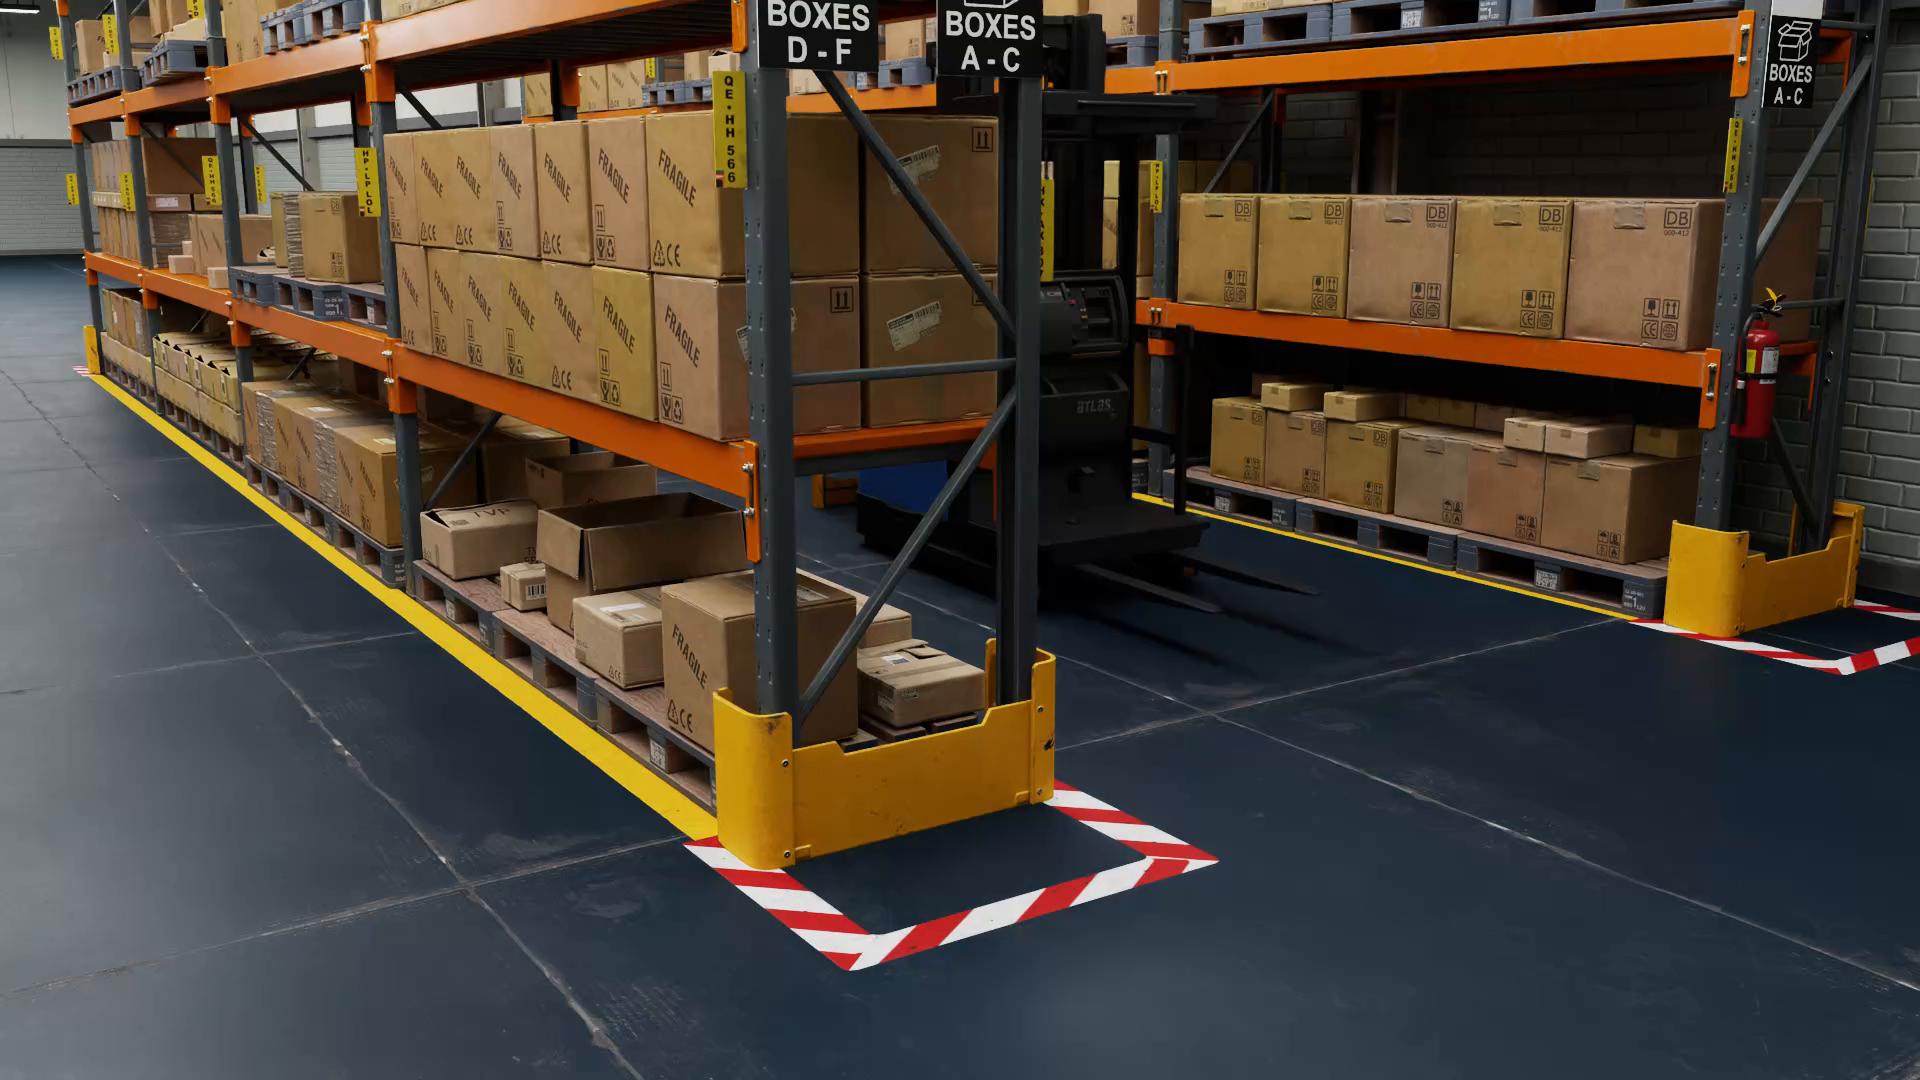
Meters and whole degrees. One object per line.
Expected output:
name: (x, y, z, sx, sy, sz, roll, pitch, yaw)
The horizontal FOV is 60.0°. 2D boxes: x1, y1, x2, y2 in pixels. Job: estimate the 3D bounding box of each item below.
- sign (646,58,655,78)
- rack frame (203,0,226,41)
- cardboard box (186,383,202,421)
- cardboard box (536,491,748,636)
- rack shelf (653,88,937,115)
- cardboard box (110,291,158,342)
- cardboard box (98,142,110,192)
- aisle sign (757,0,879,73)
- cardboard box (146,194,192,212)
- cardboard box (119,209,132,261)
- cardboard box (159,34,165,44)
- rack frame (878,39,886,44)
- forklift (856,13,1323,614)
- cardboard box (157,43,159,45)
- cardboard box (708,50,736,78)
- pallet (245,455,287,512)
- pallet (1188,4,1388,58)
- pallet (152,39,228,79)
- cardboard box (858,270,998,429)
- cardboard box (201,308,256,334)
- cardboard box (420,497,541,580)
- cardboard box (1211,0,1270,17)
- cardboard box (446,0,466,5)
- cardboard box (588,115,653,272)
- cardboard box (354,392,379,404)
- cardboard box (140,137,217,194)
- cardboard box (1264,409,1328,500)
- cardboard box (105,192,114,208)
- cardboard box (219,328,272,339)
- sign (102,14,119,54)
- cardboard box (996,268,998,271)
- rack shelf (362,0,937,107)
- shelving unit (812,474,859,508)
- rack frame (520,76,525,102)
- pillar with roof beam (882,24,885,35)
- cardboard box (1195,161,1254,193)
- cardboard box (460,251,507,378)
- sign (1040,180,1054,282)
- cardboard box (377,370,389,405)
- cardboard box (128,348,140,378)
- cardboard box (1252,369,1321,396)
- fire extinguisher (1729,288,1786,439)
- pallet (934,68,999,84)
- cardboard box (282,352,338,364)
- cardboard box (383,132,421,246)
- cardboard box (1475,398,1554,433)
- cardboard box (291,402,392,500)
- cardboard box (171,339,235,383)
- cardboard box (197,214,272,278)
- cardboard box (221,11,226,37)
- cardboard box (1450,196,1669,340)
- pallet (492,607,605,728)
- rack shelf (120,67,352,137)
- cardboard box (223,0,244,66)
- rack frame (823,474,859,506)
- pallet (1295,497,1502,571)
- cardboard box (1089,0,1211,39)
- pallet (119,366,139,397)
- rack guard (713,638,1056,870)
sign: (-3.162, -4.893, 16.985, 0.100, 0.325, 0.005, -8, 15, -33)
rack frame: (-4.620, -4.873, 11.083, 1.000, 3.000, 0.127, -8, 15, -33)
cardboard box: (-5.966, -1.141, 13.513, 0.500, 0.250, 0.500, -8, 15, -32)
cardboard box: (-1.358, 0.107, 7.165, 0.797, 0.503, 0.637, -8, 15, -33)
rack shelf: (-1.606, -3.999, 15.791, 1.077, 0.370, 4.000, -8, 15, -33)
cardboard box: (-8.374, -2.296, 17.037, 0.500, 0.500, 0.500, -8, 15, -33)
cardboard box: (-8.479, -3.861, 17.226, 0.700, 0.500, 0.500, -9, 15, -34)
aisle sign: (-0.405, -1.741, 4.718, 0.394, 0.787, 0.004, -8, 15, -33)
cardboard box: (-7.165, -3.043, 15.002, 0.380, 0.149, 0.250, -8, 15, -33)
cardboard box: (-7.944, -3.055, 16.575, 0.700, 0.500, 0.500, -8, 14, -31)
cardboard box: (-6.503, -4.140, 14.121, 0.500, 0.250, 0.500, -6, 14, -27)
rack frame: (-0.498, -5.460, 13.767, 1.000, 3.000, 0.127, -8, 15, -33)
forklift: (0.599, -1.206, 8.516, 1.130, 2.935, 3.031, -8, 14, -31)
cardboard box: (-7.195, -4.566, 15.597, 0.500, 0.311, 0.500, -9, 15, -36)
cardboard box: (-2.137, -4.652, 16.316, 0.500, 0.311, 0.500, -8, 14, -31)
pallet: (-4.238, -0.443, 11.394, 1.003, 0.211, 1.213, -8, 15, -33)
pallet: (2.163, -3.093, 10.173, 1.003, 0.211, 1.213, -8, 15, -33)
pallet: (-5.070, -3.426, 11.927, 1.213, 0.211, 1.003, -7, 14, -30)
cardboard box: (-0.214, -0.679, 5.710, 0.500, 0.500, 0.500, -8, 15, -32)
cardboard box: (-6.832, -2.002, 15.692, 0.500, 0.500, 0.500, -8, 15, -33)
cardboard box: (-2.351, -0.032, 8.252, 0.500, 0.311, 0.500, -8, 15, -33)
cardboard box: (1.881, -3.310, 10.090, 0.500, 0.250, 0.500, -8, 15, -33)
cardboard box: (-1.791, -2.329, 6.820, 0.500, 0.250, 0.500, -8, 15, -33)
cardboard box: (-0.944, -1.193, 5.723, 0.500, 0.500, 0.500, -8, 14, -31)
cardboard box: (-3.620, -0.706, 10.889, 0.500, 0.500, 0.500, -9, 15, -35)
cardboard box: (-7.087, -3.415, 15.185, 0.700, 0.500, 0.500, -8, 15, -32)
cardboard box: (2.323, -0.567, 10.303, 0.700, 0.500, 0.500, -8, 15, -33)
cardboard box: (-8.441, -3.452, 16.875, 0.380, 0.149, 0.250, -9, 15, -35)
cardboard box: (-6.373, -1.752, 14.991, 0.500, 0.311, 0.500, -8, 15, -33)
sign: (-7.297, -4.345, 14.291, 0.100, 0.325, 0.005, -8, 15, -33)
cardboard box: (0.490, -2.012, 12.580, 0.380, 0.149, 0.250, -8, 14, -31)
rack shelf: (-1.296, -1.989, 6.600, 1.077, 0.370, 4.000, -8, 15, -33)
shelving unit: (-0.434, -0.887, 10.407, 0.587, 1.500, 1.083, -8, 14, -31)
rack frame: (-4.930, -6.883, 20.273, 1.000, 3.000, 0.127, -8, 15, -33)
pillar with roof beam: (-4.082, -5.284, 12.962, 9.100, 9.000, 0.400, -8, 15, -33)
cardboard box: (1.680, -2.501, 11.545, 0.500, 0.250, 0.500, -8, 14, -31)
cardboard box: (-1.787, -0.977, 7.075, 0.500, 0.500, 0.500, -8, 15, -33)
sign: (0.264, -1.007, 5.419, 0.100, 0.325, 0.005, -8, 15, -33)
cardboard box: (-3.301, -0.973, 10.357, 0.500, 0.250, 0.500, -8, 15, -34)
cardboard box: (-7.833, -1.750, 16.295, 0.500, 0.250, 0.500, -8, 15, -33)
cardboard box: (2.132, -1.023, 10.869, 0.380, 0.149, 0.250, -8, 15, -33)
fire extinguisher: (3.634, -0.805, 7.577, 0.296, 0.674, 0.183, -8, 15, -33)
pallet: (0.525, -3.596, 12.705, 1.003, 0.211, 1.213, -7, 14, -30)
cardboard box: (-4.964, -1.299, 12.920, 0.500, 0.311, 0.500, -9, 15, -34)
cardboard box: (-2.377, -1.651, 7.817, 0.500, 0.500, 0.500, -8, 14, -31)
cardboard box: (3.138, -0.701, 9.398, 0.380, 0.149, 0.250, -8, 15, -32)
cardboard box: (-3.744, -0.547, 10.164, 0.500, 0.500, 0.500, -9, 15, -35)
cardboard box: (-6.254, -1.505, 13.864, 0.500, 0.311, 0.500, -9, 15, -35)
cardboard box: (-5.855, -2.382, 13.497, 0.500, 0.500, 0.500, -8, 15, -33)
cardboard box: (-4.918, -3.614, 11.713, 0.500, 0.250, 0.500, -9, 15, -37)
cardboard box: (3.231, -1.471, 8.865, 0.980, 0.700, 0.700, -8, 15, -33)
pallet: (-1.344, 0.471, 7.216, 1.003, 0.211, 1.213, -8, 15, -33)
rack shelf: (-5.728, -3.412, 13.106, 1.077, 0.370, 4.000, -8, 15, -33)
cardboard box: (-4.350, -3.383, 11.056, 0.910, 0.500, 0.500, -8, 15, -33)
rack frame: (-0.709, -0.981, 10.836, 0.500, 1.500, 0.032, -8, 14, -31)
pallet: (2.754, -0.094, 9.799, 1.003, 0.211, 1.213, -8, 15, -33)
cardboard box: (1.322, -3.717, 11.552, 0.700, 0.500, 0.500, -9, 15, -36)
pallet: (-7.922, -1.655, 16.937, 1.003, 0.211, 1.213, -8, 15, -33)
rack guard: (-0.230, 0.688, 5.546, 1.175, 0.500, 0.348, -8, 15, -33)
